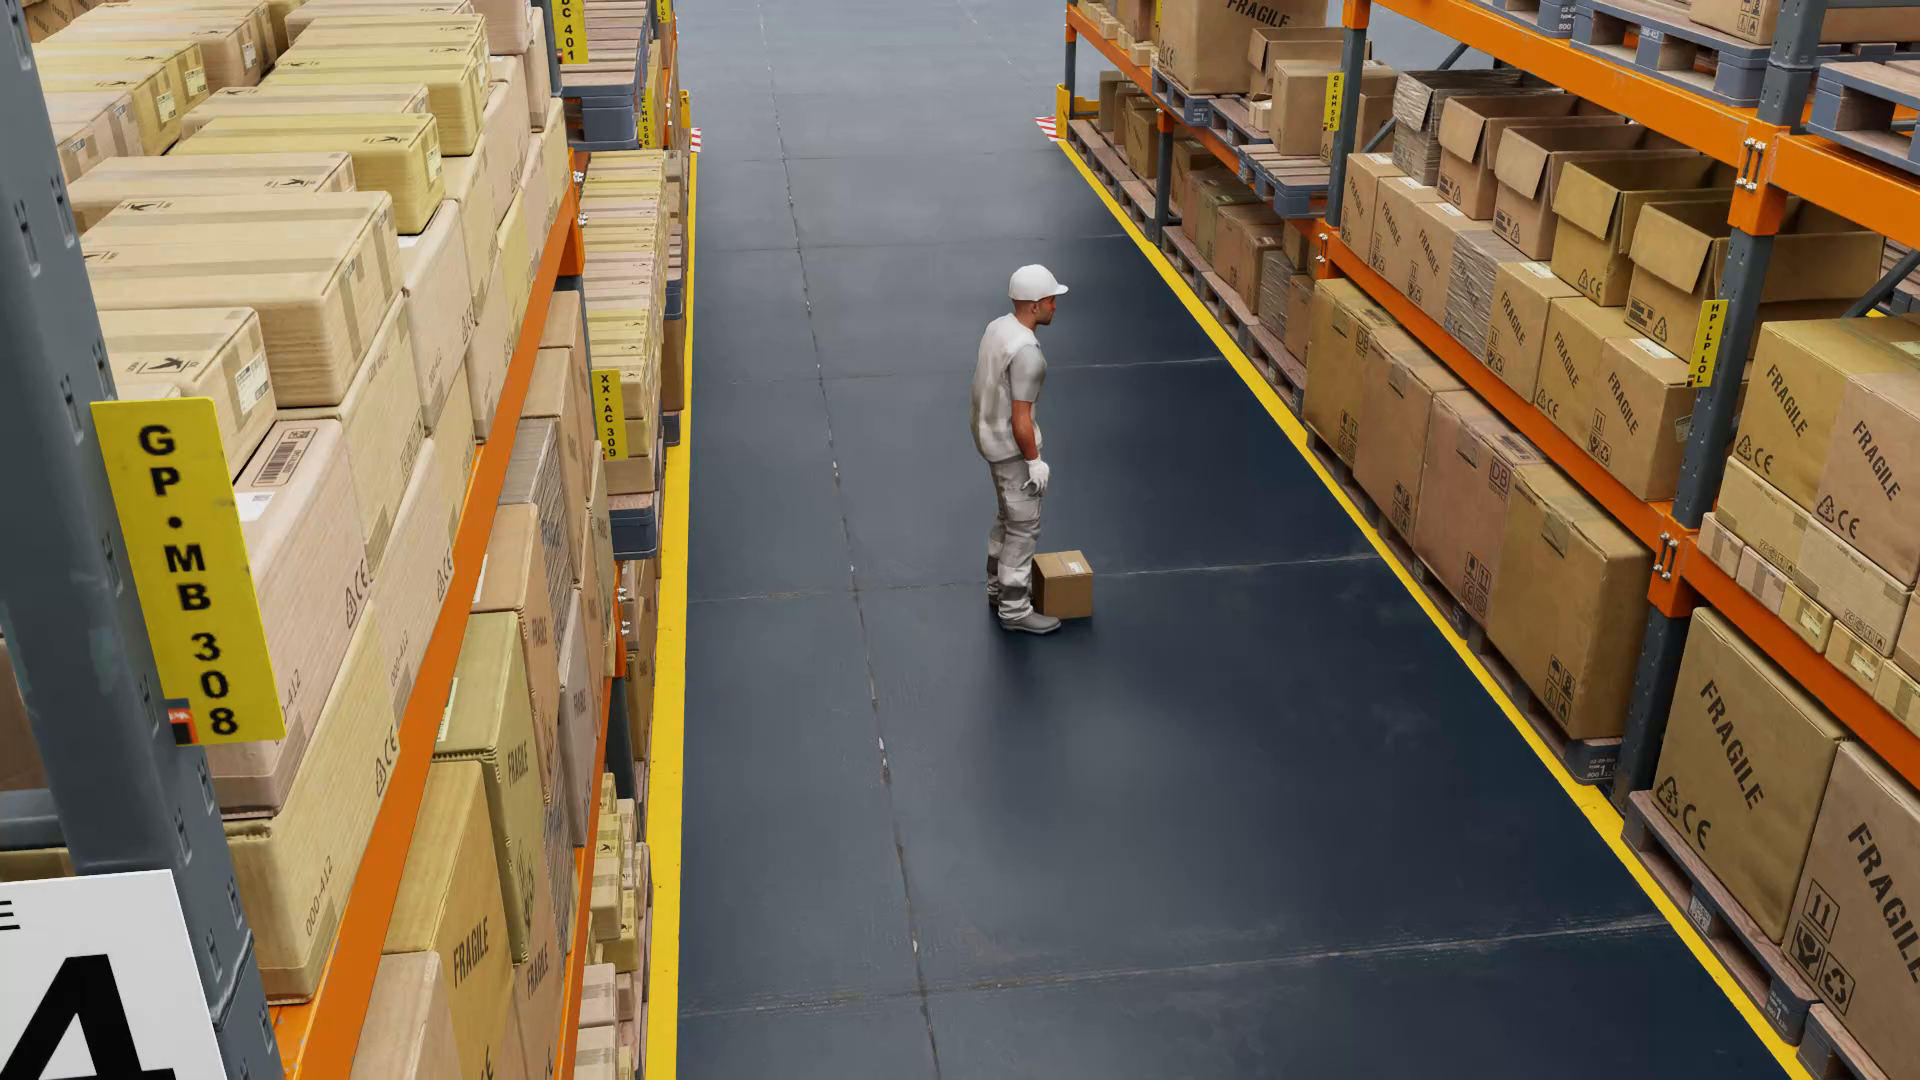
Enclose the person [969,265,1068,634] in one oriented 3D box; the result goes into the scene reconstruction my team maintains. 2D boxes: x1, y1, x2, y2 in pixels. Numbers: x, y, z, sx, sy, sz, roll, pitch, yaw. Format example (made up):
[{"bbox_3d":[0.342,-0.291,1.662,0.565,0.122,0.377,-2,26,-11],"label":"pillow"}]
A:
[{"bbox_3d":[0.284,-0.446,7.979,0.449,1.779,0.619,-5,27,-10],"label":"person"}]
